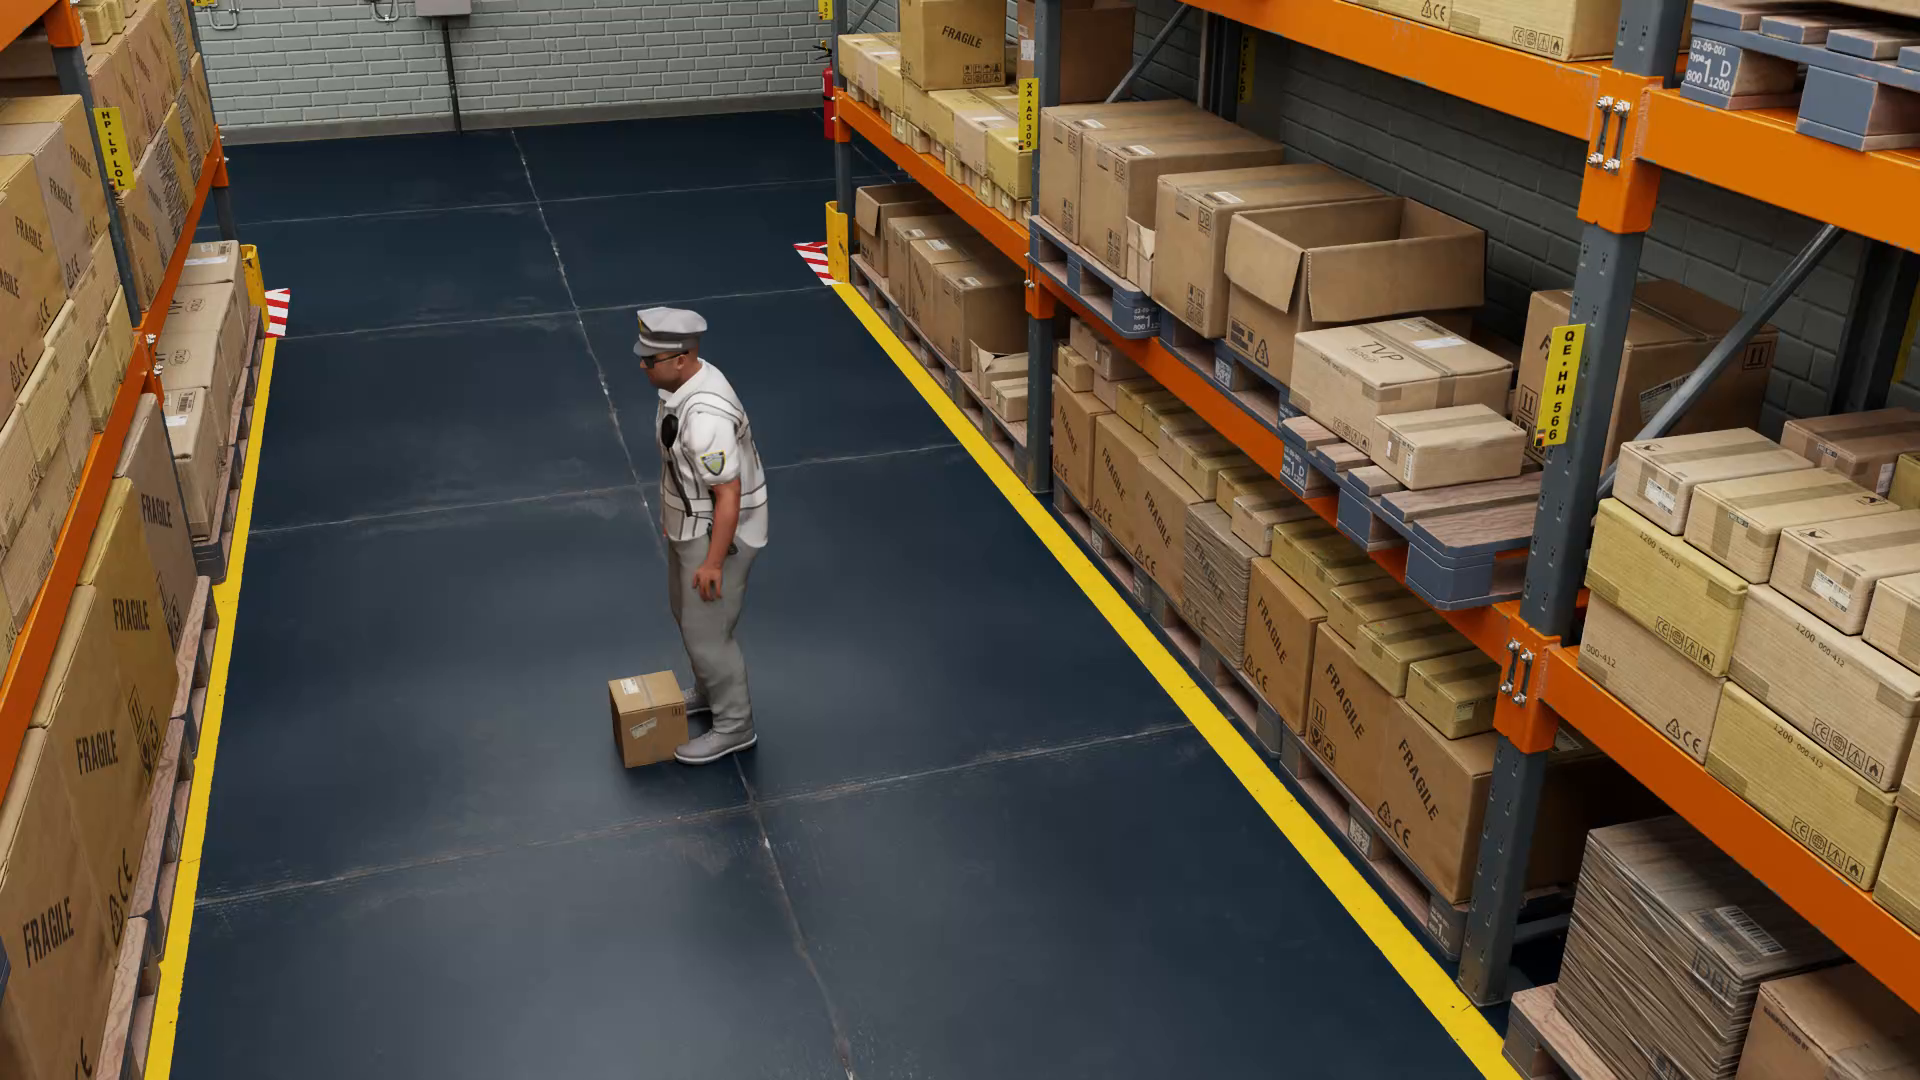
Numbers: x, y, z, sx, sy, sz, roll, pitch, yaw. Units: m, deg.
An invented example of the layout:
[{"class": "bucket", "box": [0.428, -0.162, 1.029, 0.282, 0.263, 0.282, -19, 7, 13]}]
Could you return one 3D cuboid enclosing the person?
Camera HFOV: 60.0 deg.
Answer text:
[{"class": "person", "box": [-0.938, -0.026, 6.156, 0.430, 1.749, 0.606, -10, 28, -19]}]
